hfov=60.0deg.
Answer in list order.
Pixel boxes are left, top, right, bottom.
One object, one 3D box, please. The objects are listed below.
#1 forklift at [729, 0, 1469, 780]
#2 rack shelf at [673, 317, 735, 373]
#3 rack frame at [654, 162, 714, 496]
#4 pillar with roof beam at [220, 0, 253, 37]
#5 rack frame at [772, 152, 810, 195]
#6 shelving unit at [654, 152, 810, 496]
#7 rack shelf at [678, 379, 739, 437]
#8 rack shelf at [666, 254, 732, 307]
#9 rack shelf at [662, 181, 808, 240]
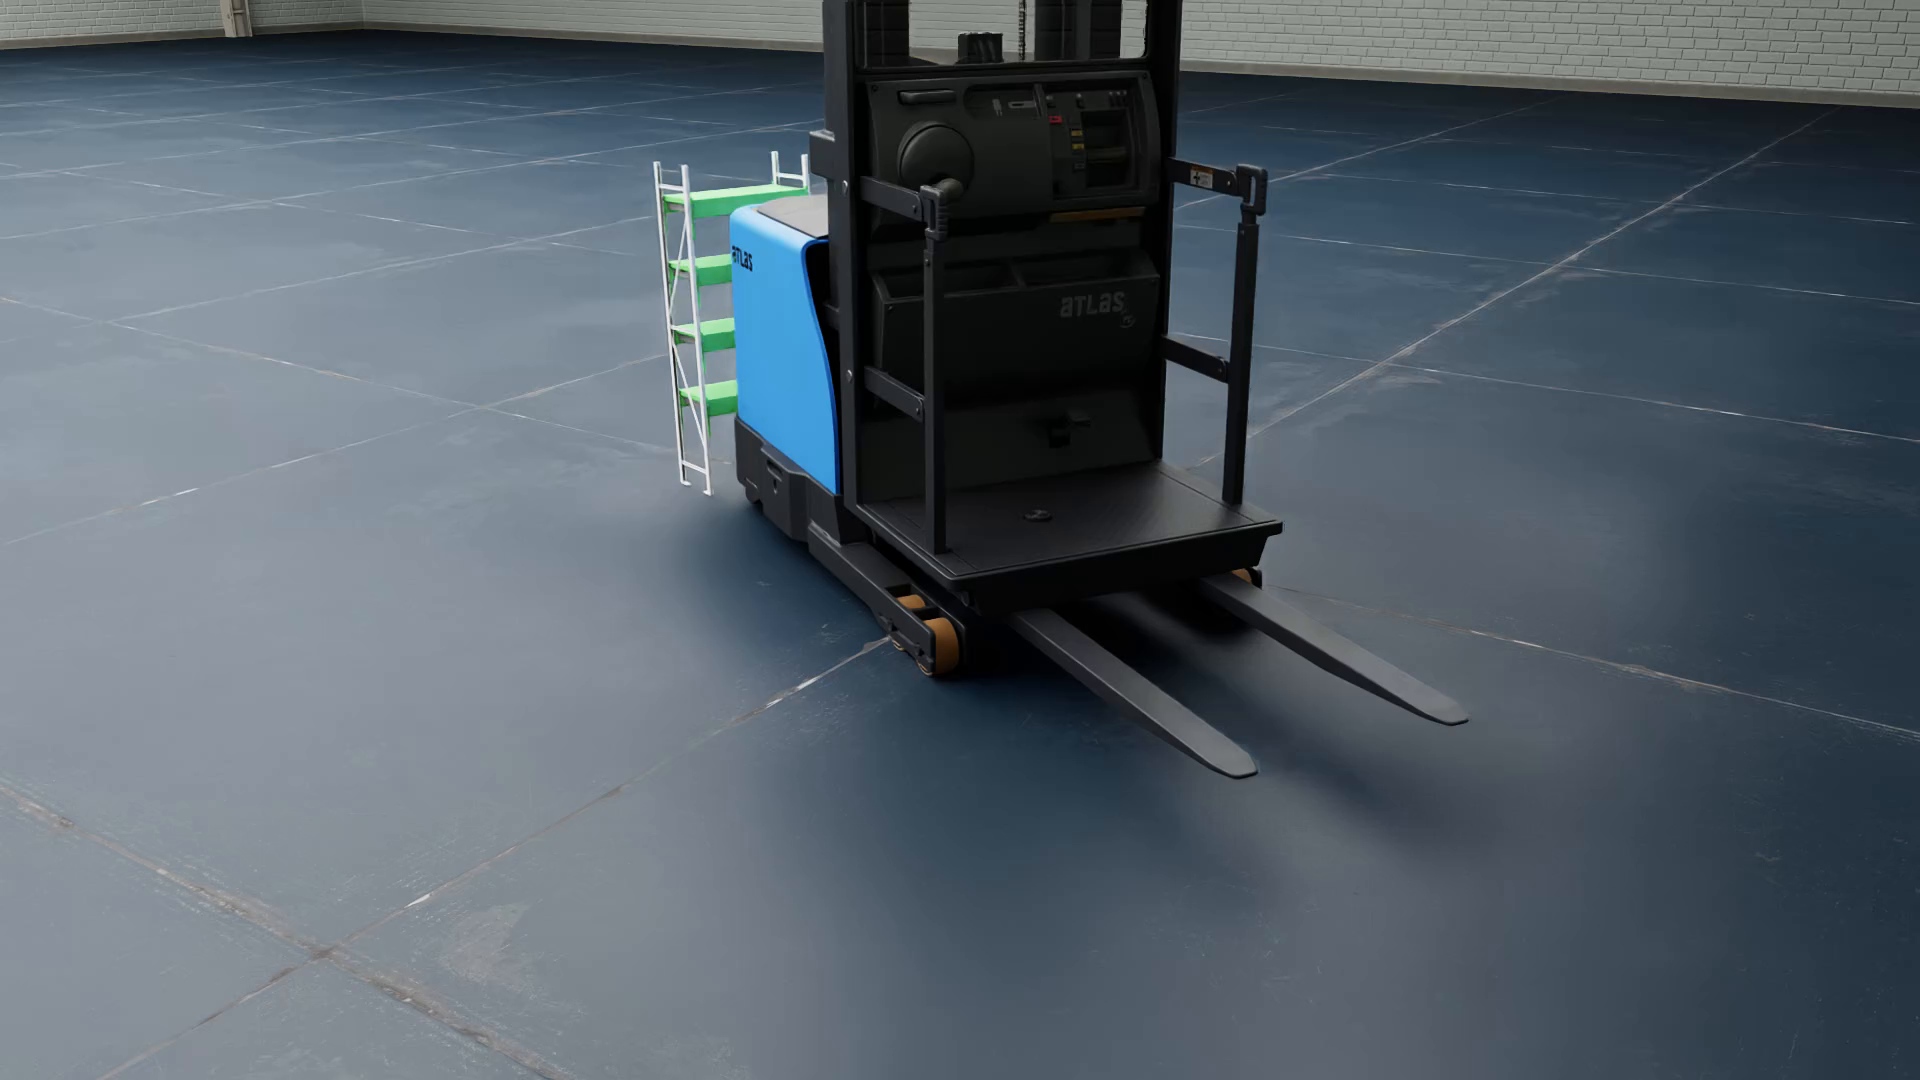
[{"bbox_3d":[0.263,-1.161,4.679,1.130,2.935,3.031,-9,22,-24],"label":"forklift"},{"bbox_3d":[-0.810,-0.753,6.237,0.480,0.148,0.258,-14,22,-34],"label":"rack shelf"},{"bbox_3d":[-1.009,-0.764,6.082,0.015,1.200,0.240,-14,22,-34],"label":"rack frame"},{"bbox_3d":[-10.234,-13.013,27.974,9.100,9.000,0.400,13,24,32],"label":"pillar with roof beam"},{"bbox_3d":[-0.615,-0.864,6.352,0.015,1.200,0.240,-14,22,-34],"label":"rack frame"},{"bbox_3d":[-0.812,-0.814,6.217,0.503,1.200,0.258,-14,22,-34],"label":"shelving unit"},{"bbox_3d":[-0.803,-0.525,6.311,0.480,0.148,0.258,-14,22,-34],"label":"rack shelf"},{"bbox_3d":[-0.817,-0.981,6.163,0.480,0.148,0.258,-14,22,-34],"label":"rack shelf"},{"bbox_3d":[-0.824,-1.210,6.089,0.480,0.148,0.258,-14,22,-34],"label":"rack shelf"}]
